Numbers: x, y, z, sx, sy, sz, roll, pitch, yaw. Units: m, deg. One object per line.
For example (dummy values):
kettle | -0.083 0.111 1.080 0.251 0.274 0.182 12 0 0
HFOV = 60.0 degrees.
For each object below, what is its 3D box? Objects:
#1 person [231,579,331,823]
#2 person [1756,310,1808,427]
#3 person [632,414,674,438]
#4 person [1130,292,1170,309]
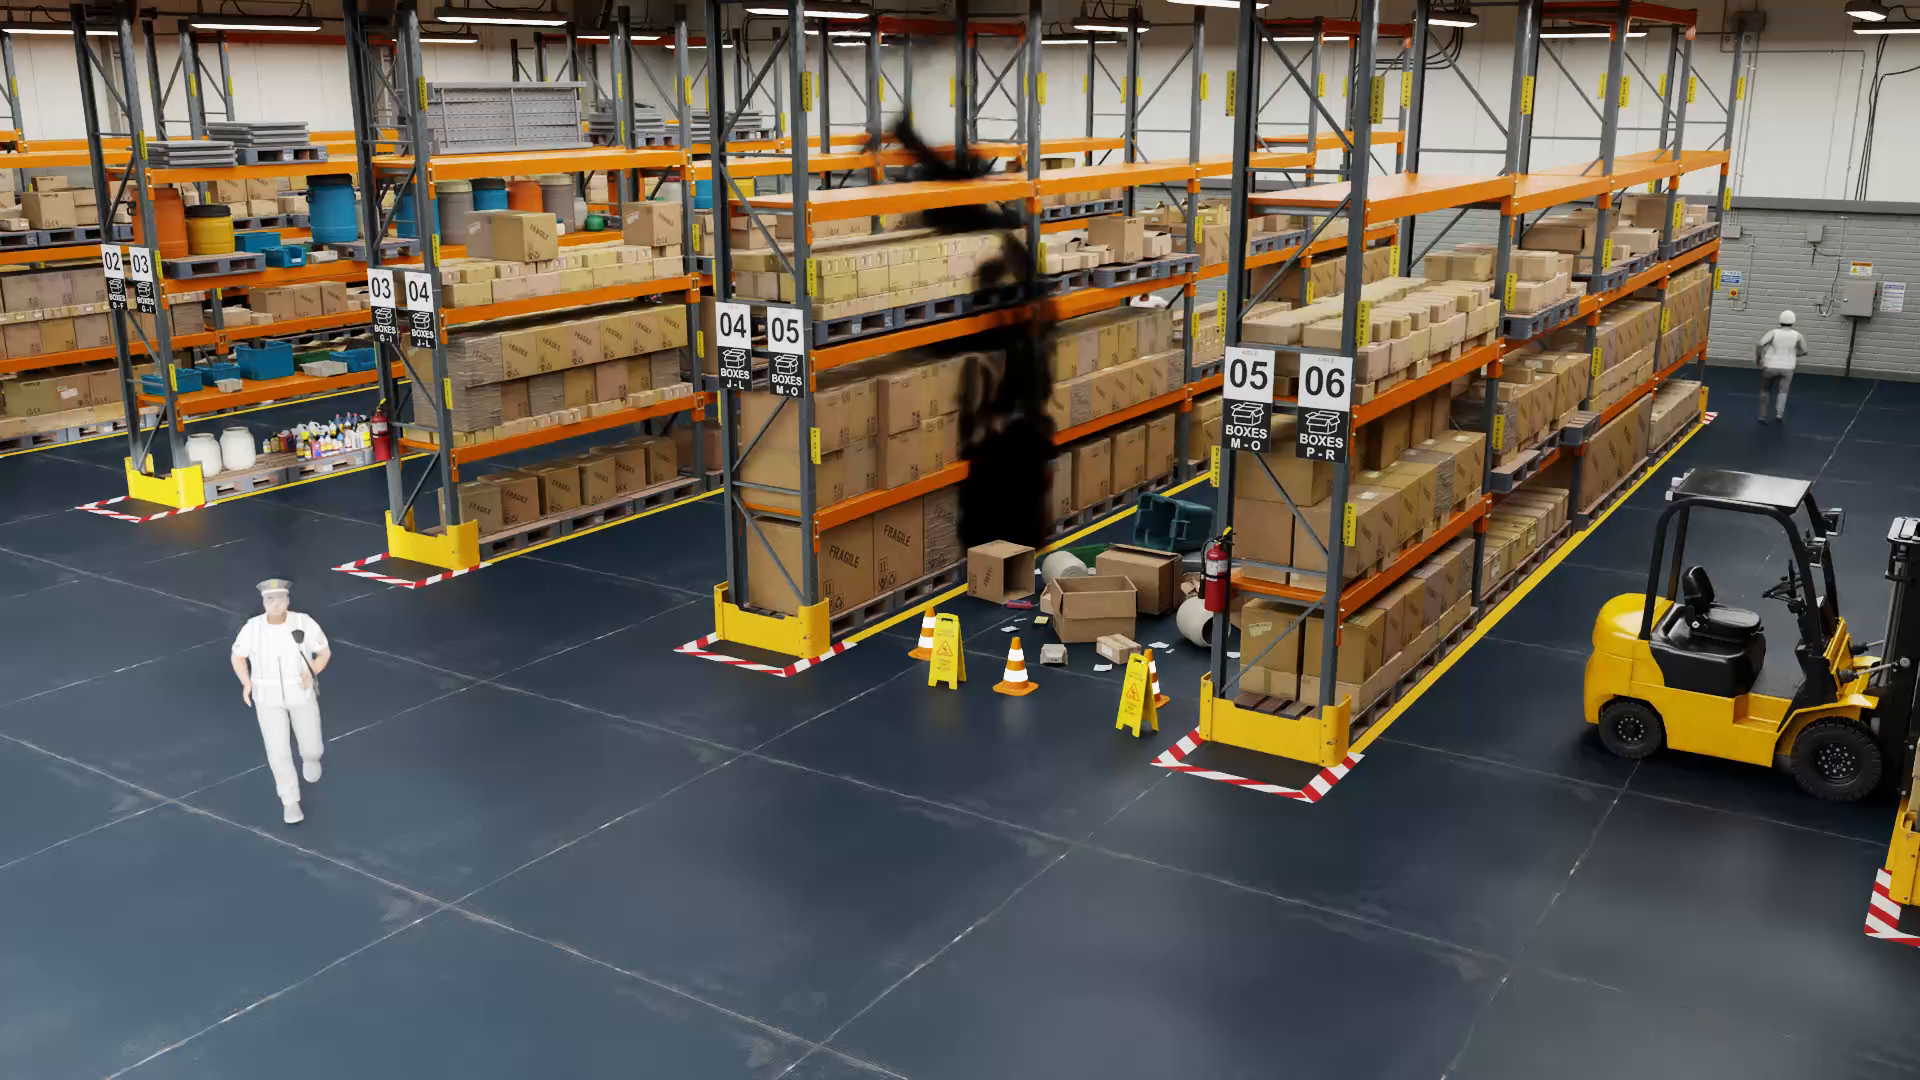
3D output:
person | -4.868 1.105 11.990 0.671 1.740 0.759 -6 17 -20
person | 12.373 -2.564 25.115 0.714 1.797 0.921 7 17 23
person | -4.311 -2.014 23.297 0.631 1.798 0.754 7 17 25
person | 3.180 -3.596 28.745 0.696 1.778 0.951 11 19 34
